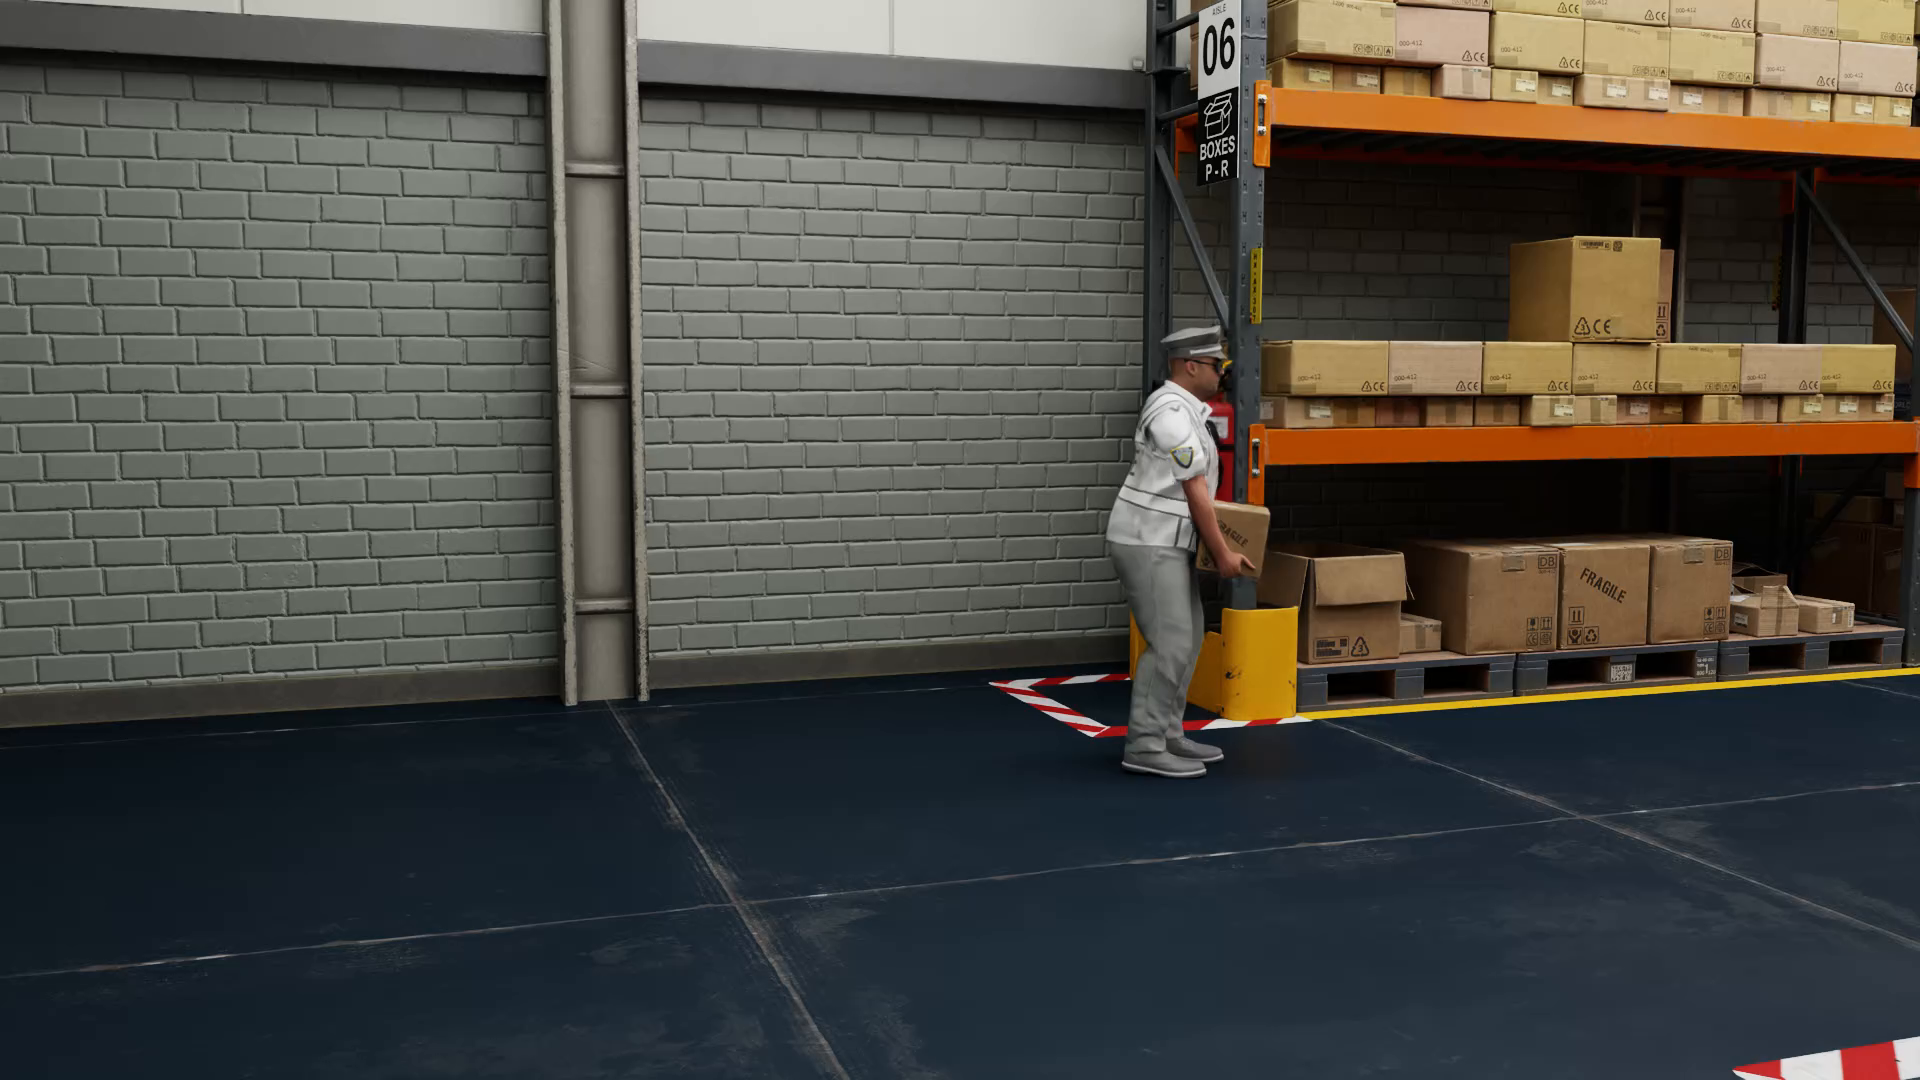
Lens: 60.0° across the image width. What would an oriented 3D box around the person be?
[{"bbox_3d":[0.872,0.035,6.525,0.587,1.743,0.484,1,6,14],"label":"person"}]
